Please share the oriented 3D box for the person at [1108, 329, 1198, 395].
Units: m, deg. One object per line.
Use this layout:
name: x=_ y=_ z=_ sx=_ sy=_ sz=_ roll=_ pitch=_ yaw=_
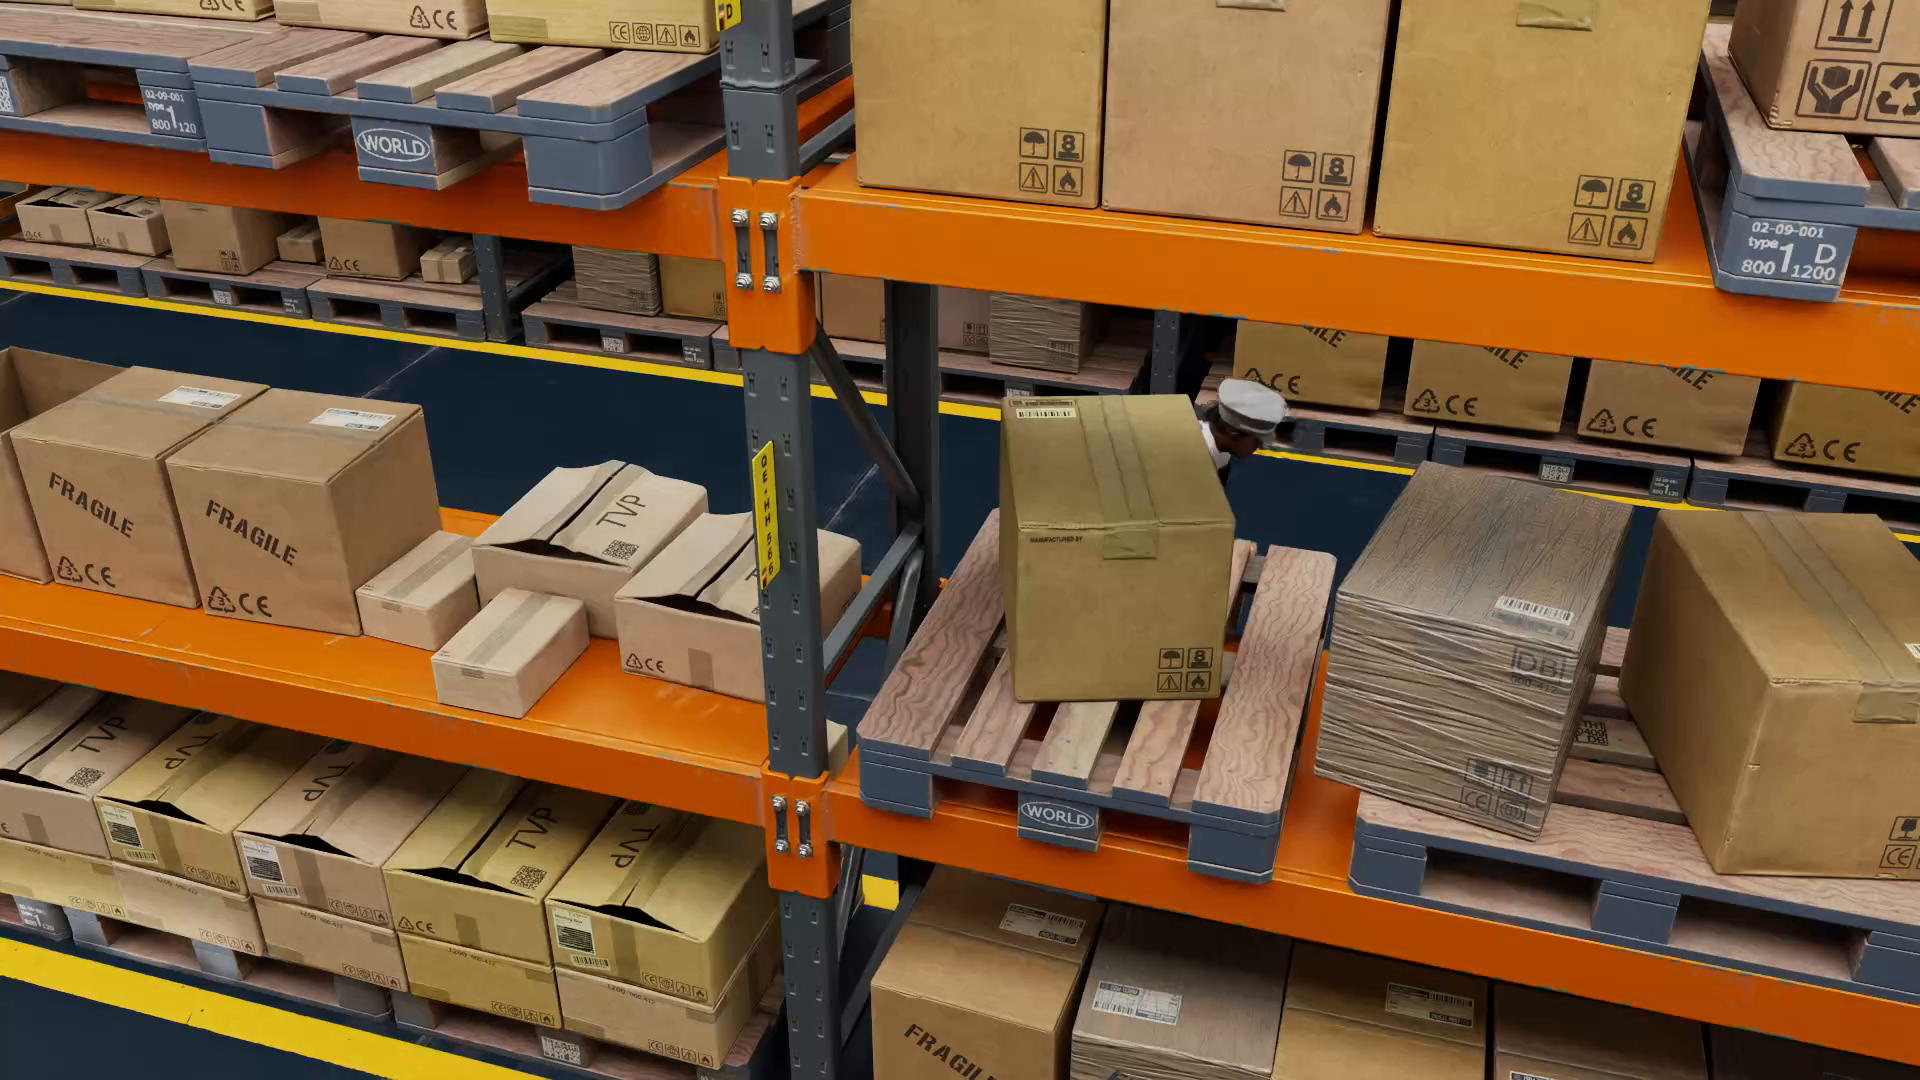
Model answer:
person: x=0.618 y=0.024 z=6.085 sx=0.397 sy=1.658 sz=0.528 roll=7 pitch=30 yaw=12
